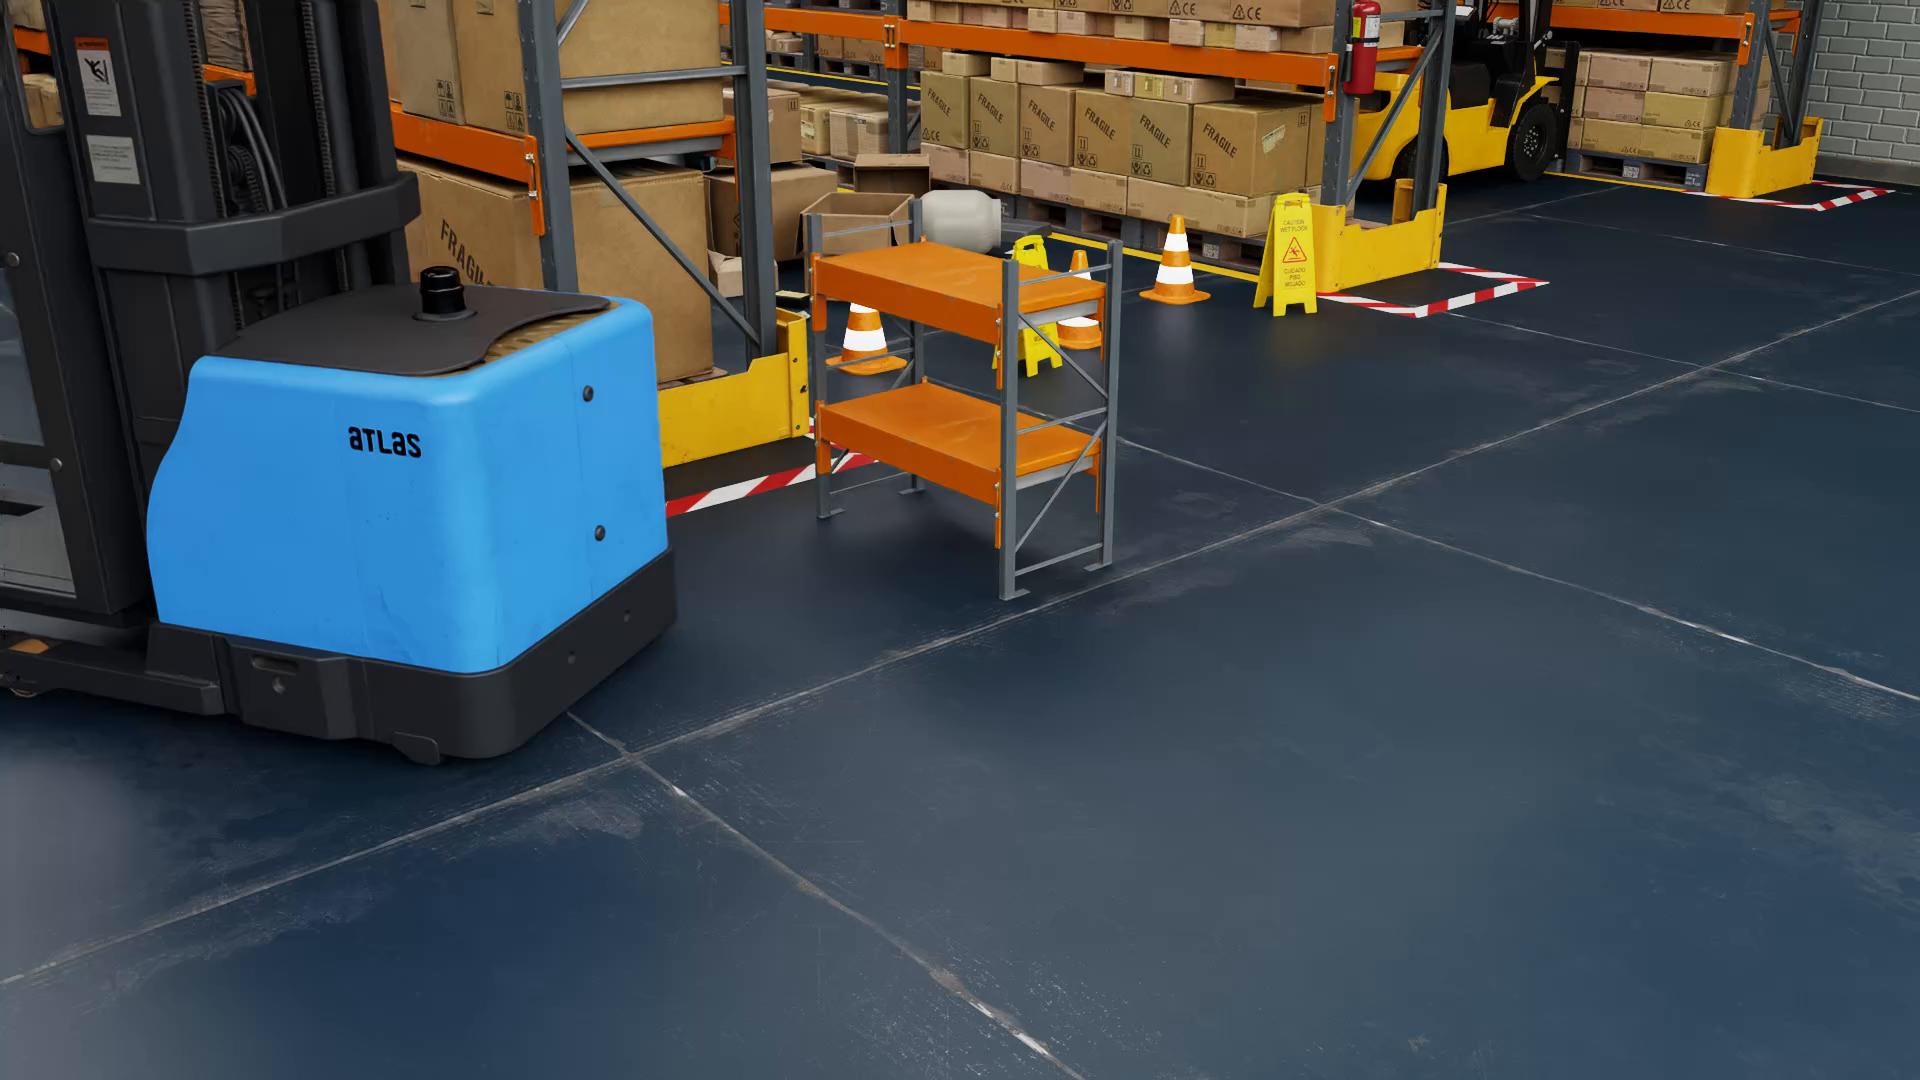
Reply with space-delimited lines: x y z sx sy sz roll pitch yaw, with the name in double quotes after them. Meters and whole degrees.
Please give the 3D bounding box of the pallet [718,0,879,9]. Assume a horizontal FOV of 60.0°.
-1.407 -4.568 13.796 1.003 0.211 1.213 -17 27 -37 "pallet"

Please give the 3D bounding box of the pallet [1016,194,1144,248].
1.147 -2.276 11.507 1.003 0.211 1.213 -17 27 -37 "pallet"

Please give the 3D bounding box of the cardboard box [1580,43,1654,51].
5.433 -4.003 13.915 0.500 0.250 0.500 -18 27 -38 "cardboard box"

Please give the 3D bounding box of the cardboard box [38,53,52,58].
-7.012 -3.757 13.287 0.500 0.250 0.500 -18 28 -38 "cardboard box"

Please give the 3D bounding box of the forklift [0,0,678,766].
-2.450 -1.080 4.723 3.031 2.935 1.130 7 23 18 "forklift"

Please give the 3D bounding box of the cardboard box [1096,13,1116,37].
1.103 -3.346 10.759 0.380 0.149 0.250 -17 27 -37 "cardboard box"

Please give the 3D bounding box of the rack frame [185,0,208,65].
-3.803 -2.883 9.231 1.000 3.000 0.127 -17 27 -37 "rack frame"

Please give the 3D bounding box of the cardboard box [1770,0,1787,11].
6.137 -4.416 13.009 0.500 0.500 0.500 -16 27 -36 "cardboard box"

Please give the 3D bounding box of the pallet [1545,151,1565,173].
4.927 -3.407 14.392 1.003 0.211 1.213 -17 27 -37 "pallet"

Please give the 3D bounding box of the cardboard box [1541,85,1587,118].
5.023 -3.654 13.708 0.500 0.250 0.500 -18 28 -39 "cardboard box"

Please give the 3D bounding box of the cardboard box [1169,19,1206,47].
1.495 -3.103 10.138 0.380 0.149 0.250 -17 27 -37 "cardboard box"

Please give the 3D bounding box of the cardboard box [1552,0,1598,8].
5.064 -4.574 13.411 0.500 0.500 0.500 -18 28 -38 "cardboard box"

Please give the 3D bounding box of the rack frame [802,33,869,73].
-1.583 -7.482 20.974 1.000 3.000 0.127 -17 27 -37 "rack frame"

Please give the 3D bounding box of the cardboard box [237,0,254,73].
-3.177 -2.707 8.577 0.875 0.550 0.550 -17 27 -37 "cardboard box"

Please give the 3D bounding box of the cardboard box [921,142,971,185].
0.062 -2.777 12.156 0.500 0.250 0.500 -19 28 -40 "cardboard box"

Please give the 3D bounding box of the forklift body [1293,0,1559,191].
3.630 -3.861 12.893 2.313 2.155 1.214 -17 27 -37 "forklift body"

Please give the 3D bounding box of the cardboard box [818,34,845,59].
-1.438 -6.327 20.875 0.500 0.500 0.500 -16 26 -35 "cardboard box"

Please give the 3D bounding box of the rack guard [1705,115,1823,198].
6.266 -2.996 12.948 1.175 0.500 0.348 -17 27 -37 "rack guard"

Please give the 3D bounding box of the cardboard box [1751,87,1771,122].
6.101 -3.494 13.301 0.500 0.250 0.500 -17 27 -36 "cardboard box"

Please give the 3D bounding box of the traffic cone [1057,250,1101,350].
0.615 -1.256 8.557 0.336 0.463 0.334 -17 27 -37 "traffic cone"

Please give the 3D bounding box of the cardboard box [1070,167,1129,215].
1.083 -2.347 11.057 0.500 0.250 0.500 -19 28 -39 "cardboard box"

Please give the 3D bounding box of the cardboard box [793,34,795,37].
-2.118 -6.709 22.333 0.380 0.149 0.250 -18 28 -38 "cardboard box"

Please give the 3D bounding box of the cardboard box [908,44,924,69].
-0.426 -5.898 19.781 0.500 0.500 0.500 -19 28 -39 "cardboard box"

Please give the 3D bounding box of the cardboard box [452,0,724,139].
-1.468 -1.939 6.617 0.875 0.550 0.550 -17 27 -37 "cardboard box"

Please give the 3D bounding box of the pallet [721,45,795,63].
-2.831 -6.711 22.829 1.003 0.211 1.213 -17 27 -37 "pallet"

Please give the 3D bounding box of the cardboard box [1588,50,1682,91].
5.375 -3.740 13.244 0.500 0.250 0.500 -17 27 -36 "cardboard box"

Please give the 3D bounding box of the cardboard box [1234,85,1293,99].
1.815 -2.687 10.897 0.500 0.500 0.500 -19 28 -39 "cardboard box"

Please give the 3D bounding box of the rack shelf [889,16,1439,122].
1.187 -3.202 11.032 1.077 0.370 4.000 -17 27 -37 "rack shelf"

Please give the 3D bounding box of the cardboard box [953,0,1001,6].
0.303 -3.953 11.419 0.500 0.500 0.500 -18 27 -38 "cardboard box"

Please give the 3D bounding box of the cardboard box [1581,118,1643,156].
5.387 -3.276 13.430 0.500 0.250 0.500 -17 27 -37 "cardboard box"

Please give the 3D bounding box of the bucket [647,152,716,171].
-1.967 -2.578 10.856 0.726 0.611 0.620 -8 13 -19 "bucket"

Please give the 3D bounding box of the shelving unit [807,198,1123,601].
-0.004 -0.526 5.784 0.538 1.125 1.048 -17 27 -37 "shelving unit"

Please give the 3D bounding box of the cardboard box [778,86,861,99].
-1.390 -3.595 14.077 0.950 0.372 0.625 -16 27 -36 "cardboard box"

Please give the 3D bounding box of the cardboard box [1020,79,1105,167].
0.757 -2.838 11.282 0.500 0.500 0.500 -16 26 -35 "cardboard box"

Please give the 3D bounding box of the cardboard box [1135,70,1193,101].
1.319 -2.865 10.464 0.380 0.149 0.250 -17 27 -37 "cardboard box"

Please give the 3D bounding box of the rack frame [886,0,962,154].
-0.119 -4.089 12.311 1.000 3.000 0.127 -17 27 -37 "rack frame"

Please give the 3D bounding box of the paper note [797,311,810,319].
-0.902 -1.220 9.060 0.144 0.017 0.142 -8 23 -19 "paper note"

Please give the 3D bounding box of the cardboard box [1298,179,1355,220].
2.175 -2.188 10.652 0.500 0.250 0.500 -18 28 -38 "cardboard box"

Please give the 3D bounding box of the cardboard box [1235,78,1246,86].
2.789 -4.719 16.601 0.875 0.625 0.625 -18 28 -38 "cardboard box"

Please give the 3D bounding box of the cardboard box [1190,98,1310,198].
1.772 -2.408 10.184 0.500 0.500 0.500 -17 27 -37 "cardboard box"

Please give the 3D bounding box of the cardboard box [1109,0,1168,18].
1.282 -3.532 10.344 0.500 0.500 0.500 -18 27 -38 "cardboard box"

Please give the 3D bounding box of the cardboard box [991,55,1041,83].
0.435 -3.238 11.415 0.380 0.149 0.250 -16 27 -35 "cardboard box"

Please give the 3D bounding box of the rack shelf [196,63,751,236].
-2.497 -1.995 7.952 1.077 0.370 4.000 -17 27 -37 "rack shelf"

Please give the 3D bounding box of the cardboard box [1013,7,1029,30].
0.577 -3.542 11.260 0.380 0.149 0.250 -18 27 -38 "cardboard box"

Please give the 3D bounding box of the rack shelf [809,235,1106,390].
-0.004 -0.798 5.677 0.538 0.278 1.000 -17 27 -37 "rack shelf"

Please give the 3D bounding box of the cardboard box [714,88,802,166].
-1.448 -2.846 11.526 0.500 0.500 0.500 -17 27 -37 "cardboard box"

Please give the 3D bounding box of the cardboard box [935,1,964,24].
0.048 -3.751 11.793 0.380 0.149 0.250 -16 27 -36 "cardboard box"

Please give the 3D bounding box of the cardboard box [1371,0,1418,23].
2.393 -3.366 9.920 0.500 0.500 0.500 -18 28 -38 "cardboard box"

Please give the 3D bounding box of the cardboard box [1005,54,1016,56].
0.589 -5.474 18.699 0.500 0.500 0.500 -16 27 -36 "cardboard box"

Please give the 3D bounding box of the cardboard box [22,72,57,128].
-6.085 -2.946 11.902 1.050 0.750 0.750 -18 28 -38 "cardboard box"

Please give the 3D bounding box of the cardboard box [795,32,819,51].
-1.835 -6.664 21.997 0.500 0.311 0.500 -16 27 -36 "cardboard box"

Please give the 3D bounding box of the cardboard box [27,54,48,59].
-7.397 -3.632 12.968 0.500 0.250 0.500 -17 27 -37 "cardboard box"

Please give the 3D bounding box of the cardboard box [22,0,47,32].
-5.991 -3.706 11.197 0.500 0.500 0.500 -18 28 -38 "cardboard box"

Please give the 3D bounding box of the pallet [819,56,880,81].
-1.023 -5.968 20.932 1.003 0.211 1.213 -17 27 -37 "pallet"

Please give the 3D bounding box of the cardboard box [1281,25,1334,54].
2.086 -2.919 9.669 0.380 0.149 0.250 -16 27 -36 "cardboard box"
